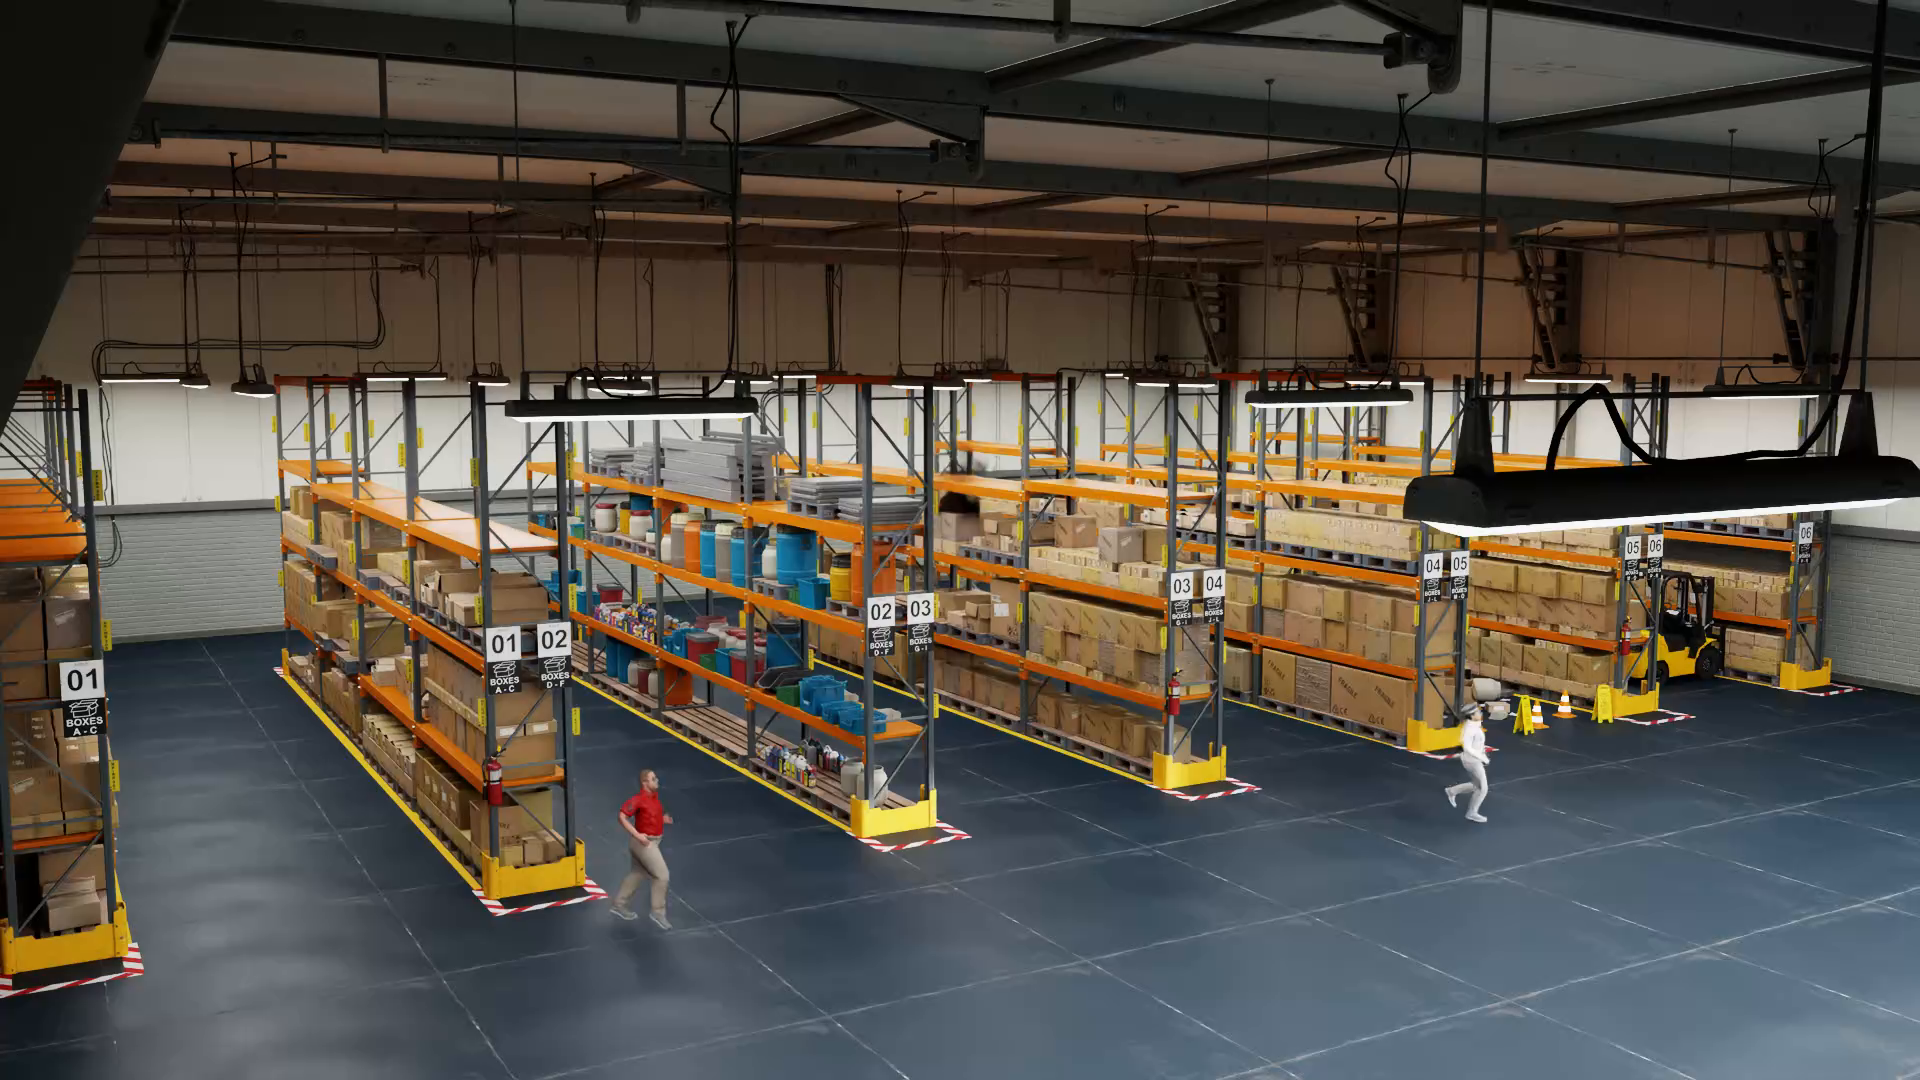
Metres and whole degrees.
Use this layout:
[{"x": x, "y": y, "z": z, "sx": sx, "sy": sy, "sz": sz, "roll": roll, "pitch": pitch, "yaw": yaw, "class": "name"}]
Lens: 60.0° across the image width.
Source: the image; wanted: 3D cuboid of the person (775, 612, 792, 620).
[{"x": -3.271, "y": 1.960, "z": 31.371, "sx": 0.607, "sy": 1.428, "sz": 0.553, "roll": -6, "pitch": 9, "yaw": -43, "class": "person"}]

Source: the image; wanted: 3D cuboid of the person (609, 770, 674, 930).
[{"x": -3.565, "y": 3.451, "z": 18.614, "sx": 0.747, "sy": 1.802, "sz": 0.677, "roll": 0, "pitch": 6, "yaw": -1, "class": "person"}]

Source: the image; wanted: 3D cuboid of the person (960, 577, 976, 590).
[{"x": 0.227, "y": 0.923, "z": 42.156, "sx": 0.583, "sy": 1.596, "sz": 0.597, "roll": 2, "pitch": 6, "yaw": 16, "class": "person"}]

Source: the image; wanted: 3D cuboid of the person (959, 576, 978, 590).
[{"x": 0.149, "y": 0.792, "z": 42.362, "sx": 0.897, "sy": 1.818, "sz": 0.671, "roll": -5, "pitch": 8, "yaw": -37, "class": "person"}]

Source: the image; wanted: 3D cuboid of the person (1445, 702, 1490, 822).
[{"x": 6.960, "y": 3.030, "z": 22.794, "sx": 0.564, "sy": 1.663, "sz": 0.617, "roll": 2, "pitch": 6, "yaw": 14, "class": "person"}]
